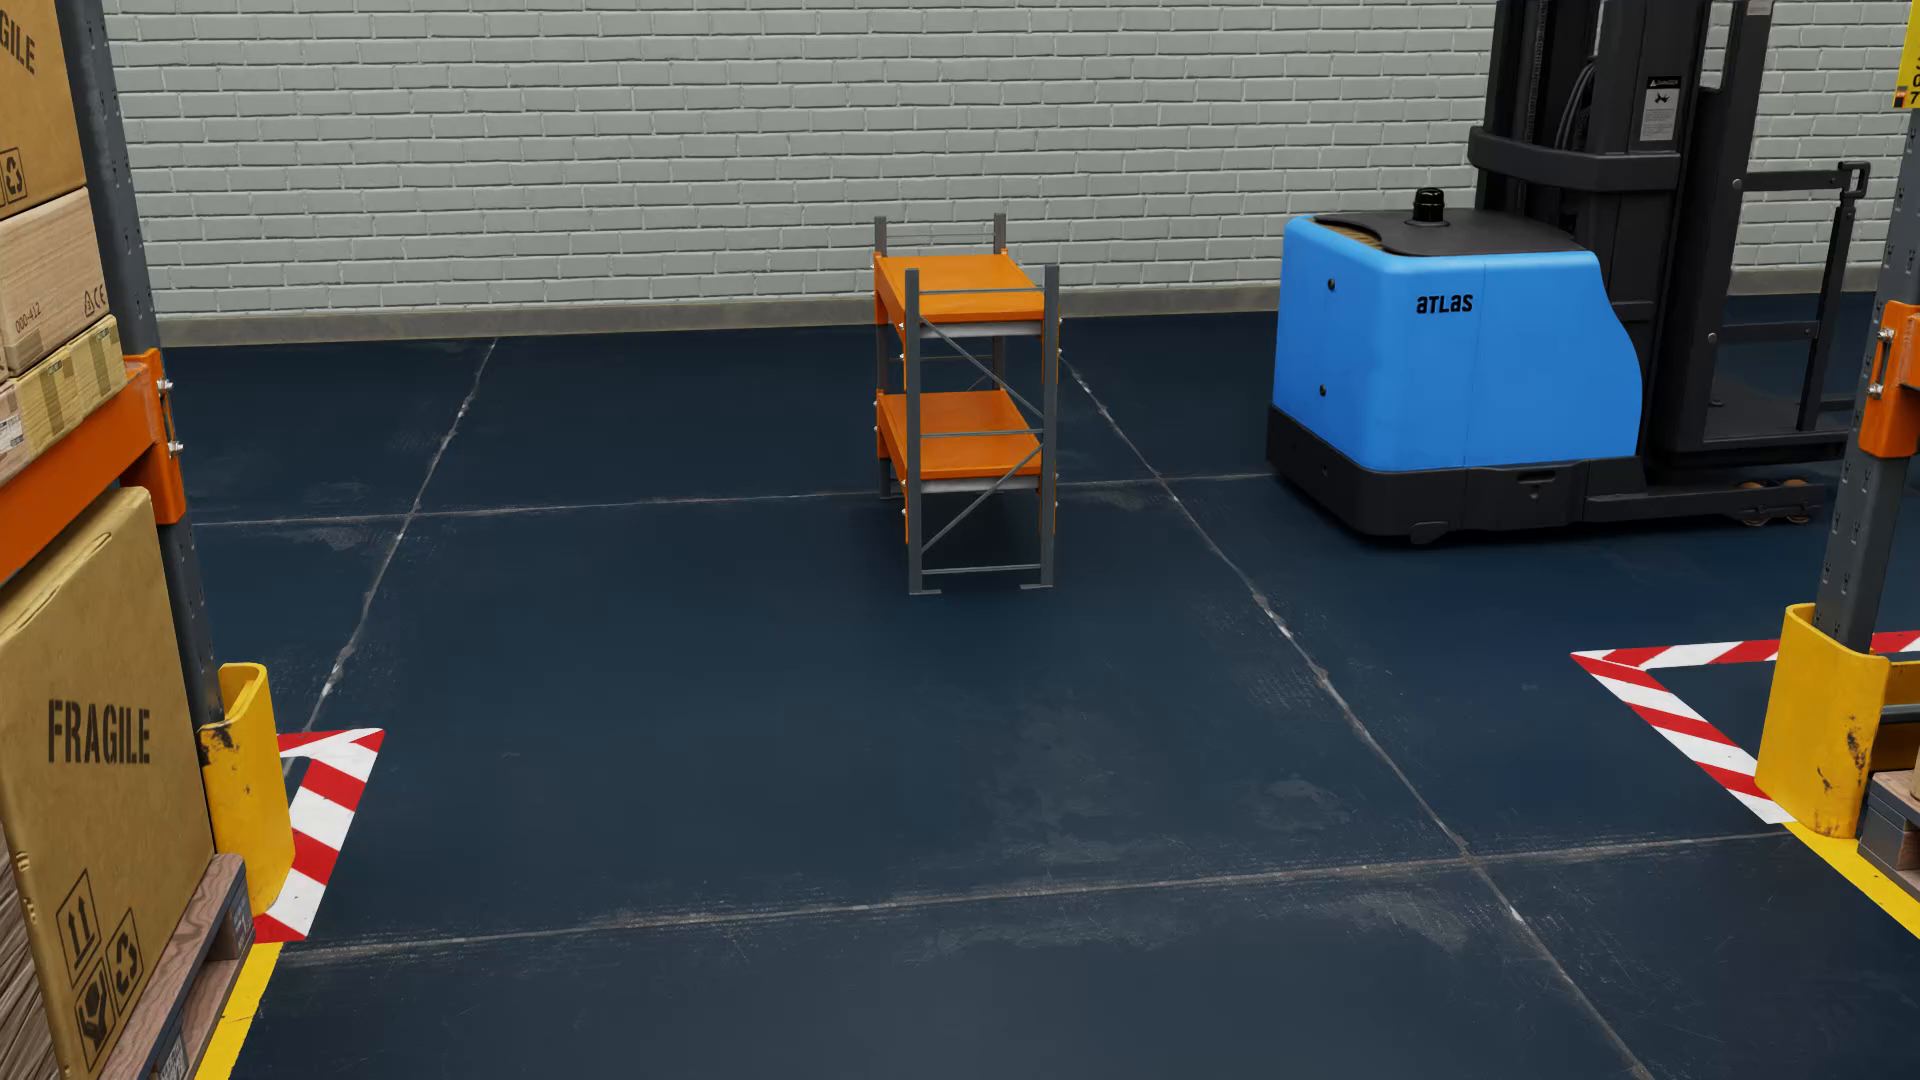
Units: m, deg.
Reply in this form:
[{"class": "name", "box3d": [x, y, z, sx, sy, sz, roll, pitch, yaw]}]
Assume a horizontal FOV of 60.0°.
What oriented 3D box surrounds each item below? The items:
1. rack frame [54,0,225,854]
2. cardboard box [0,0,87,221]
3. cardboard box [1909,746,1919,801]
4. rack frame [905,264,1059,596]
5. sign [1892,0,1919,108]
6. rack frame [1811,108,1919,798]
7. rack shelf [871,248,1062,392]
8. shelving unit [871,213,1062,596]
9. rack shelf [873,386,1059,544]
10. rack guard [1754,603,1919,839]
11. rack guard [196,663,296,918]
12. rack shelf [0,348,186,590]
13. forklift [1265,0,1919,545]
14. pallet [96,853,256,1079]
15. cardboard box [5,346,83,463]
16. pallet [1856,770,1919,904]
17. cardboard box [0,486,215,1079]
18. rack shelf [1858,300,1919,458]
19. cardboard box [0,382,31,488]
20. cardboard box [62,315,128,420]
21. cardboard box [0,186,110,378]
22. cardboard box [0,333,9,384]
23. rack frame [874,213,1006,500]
[{"class": "rack frame", "box3d": [-2.207, -0.548, 3.395, 1.000, 3.000, 0.127, -3, 21, -8]}, {"class": "cardboard box", "box3d": [-1.877, -0.813, 2.822, 0.500, 0.500, 0.500, -3, 21, -7]}, {"class": "cardboard box", "box3d": [2.474, 0.574, 3.868, 0.380, 0.149, 0.250, -2, 21, -7]}, {"class": "rack frame", "box3d": [0.072, -0.353, 5.554, 0.500, 1.125, 0.032, -3, 21, -8]}, {"class": "sign", "box3d": [2.179, -1.141, 3.746, 0.100, 0.325, 0.005, -3, 21, -8]}, {"class": "rack frame", "box3d": [2.716, -0.763, 3.971, 1.000, 3.000, 0.127, -3, 21, -8]}, {"class": "rack shelf", "box3d": [-0.001, -0.803, 5.923, 0.538, 0.278, 1.000, -3, 21, -8]}, {"class": "shelving unit", "box3d": [-0.001, -0.529, 6.026, 0.538, 1.125, 1.048, -3, 21, -8]}, {"class": "rack shelf", "box3d": [-0.001, -0.300, 6.111, 0.538, 0.278, 1.000, -3, 21, -8]}, {"class": "rack guard", "box3d": [2.727, 0.435, 4.338, 1.175, 0.500, 0.348, -3, 21, -8]}, {"class": "rack guard", "box3d": [-2.211, 0.615, 3.855, 1.175, 0.500, 0.348, -3, 21, -8]}, {"class": "rack shelf", "box3d": [-1.919, 0.482, 1.667, 1.077, 0.370, 4.000, -3, 21, -8]}, {"class": "forklift", "box3d": [2.840, -1.601, 6.312, 3.031, 2.935, 1.130, -4, 21, -11]}, {"class": "pallet", "box3d": [-2.014, 1.032, 3.152, 1.003, 0.211, 1.213, -3, 21, -8]}, {"class": "cardboard box", "box3d": [-1.791, -0.233, 2.913, 0.380, 0.149, 0.250, -3, 21, -7]}, {"class": "pallet", "box3d": [2.809, 0.853, 3.631, 1.003, 0.211, 1.213, -3, 21, -8]}, {"class": "cardboard box", "box3d": [-2.036, 0.469, 3.111, 0.875, 0.875, 0.875, -3, 21, -8]}, {"class": "rack shelf", "box3d": [3.004, 0.267, 2.243, 1.077, 0.370, 4.000, -3, 21, -8]}, {"class": "cardboard box", "box3d": [-1.756, -0.146, 2.679, 0.380, 0.149, 0.250, -3, 21, -8]}, {"class": "cardboard box", "box3d": [-1.830, -0.323, 3.154, 0.380, 0.149, 0.250, -3, 21, -7]}, {"class": "cardboard box", "box3d": [-1.875, -0.462, 2.956, 0.500, 0.250, 0.500, -3, 21, -9]}, {"class": "cardboard box", "box3d": [-1.802, -0.287, 2.486, 0.500, 0.250, 0.500, -3, 21, -9]}, {"class": "rack frame", "box3d": [-0.074, -0.705, 6.497, 0.500, 1.125, 0.032, -3, 21, -8]}]
